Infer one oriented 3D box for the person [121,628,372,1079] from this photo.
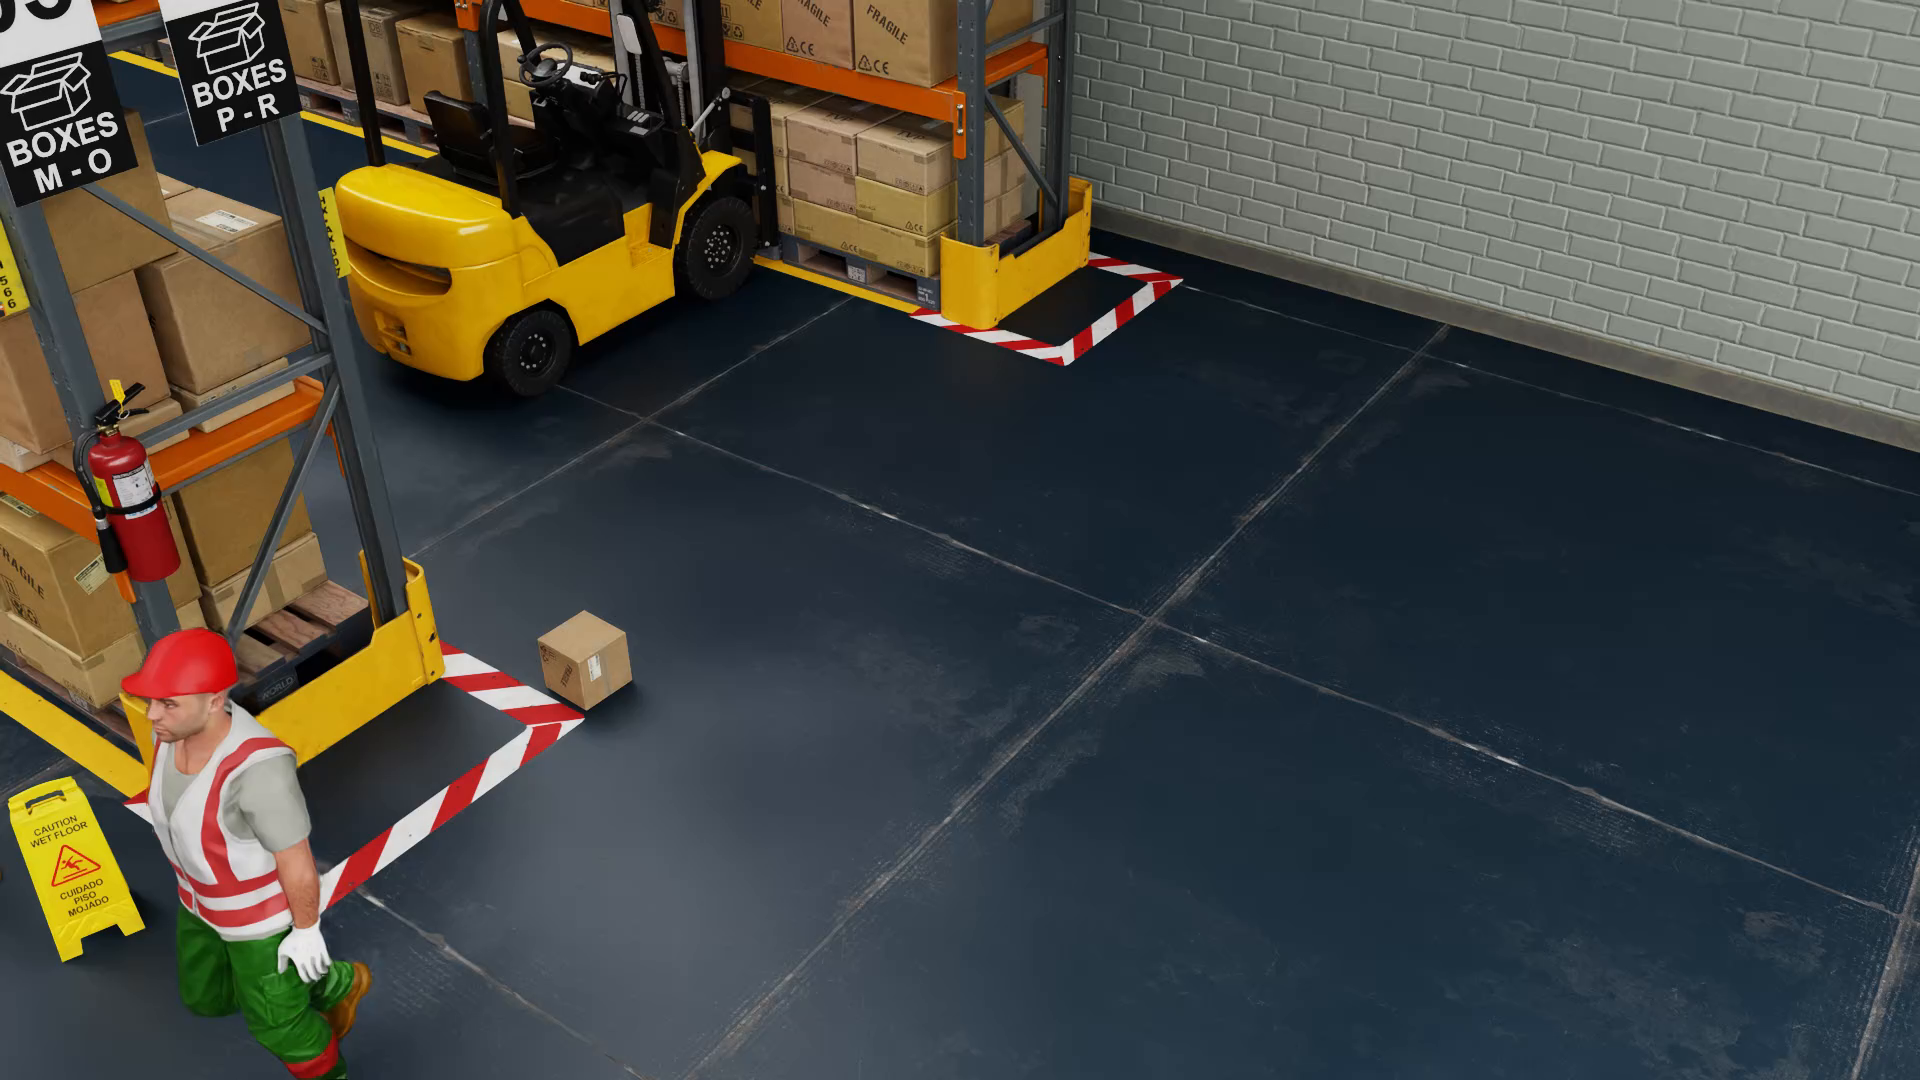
[{"bbox_3d":[-1.951,0.974,4.648,0.570,1.780,0.535,23,40,30],"label":"person"}]
